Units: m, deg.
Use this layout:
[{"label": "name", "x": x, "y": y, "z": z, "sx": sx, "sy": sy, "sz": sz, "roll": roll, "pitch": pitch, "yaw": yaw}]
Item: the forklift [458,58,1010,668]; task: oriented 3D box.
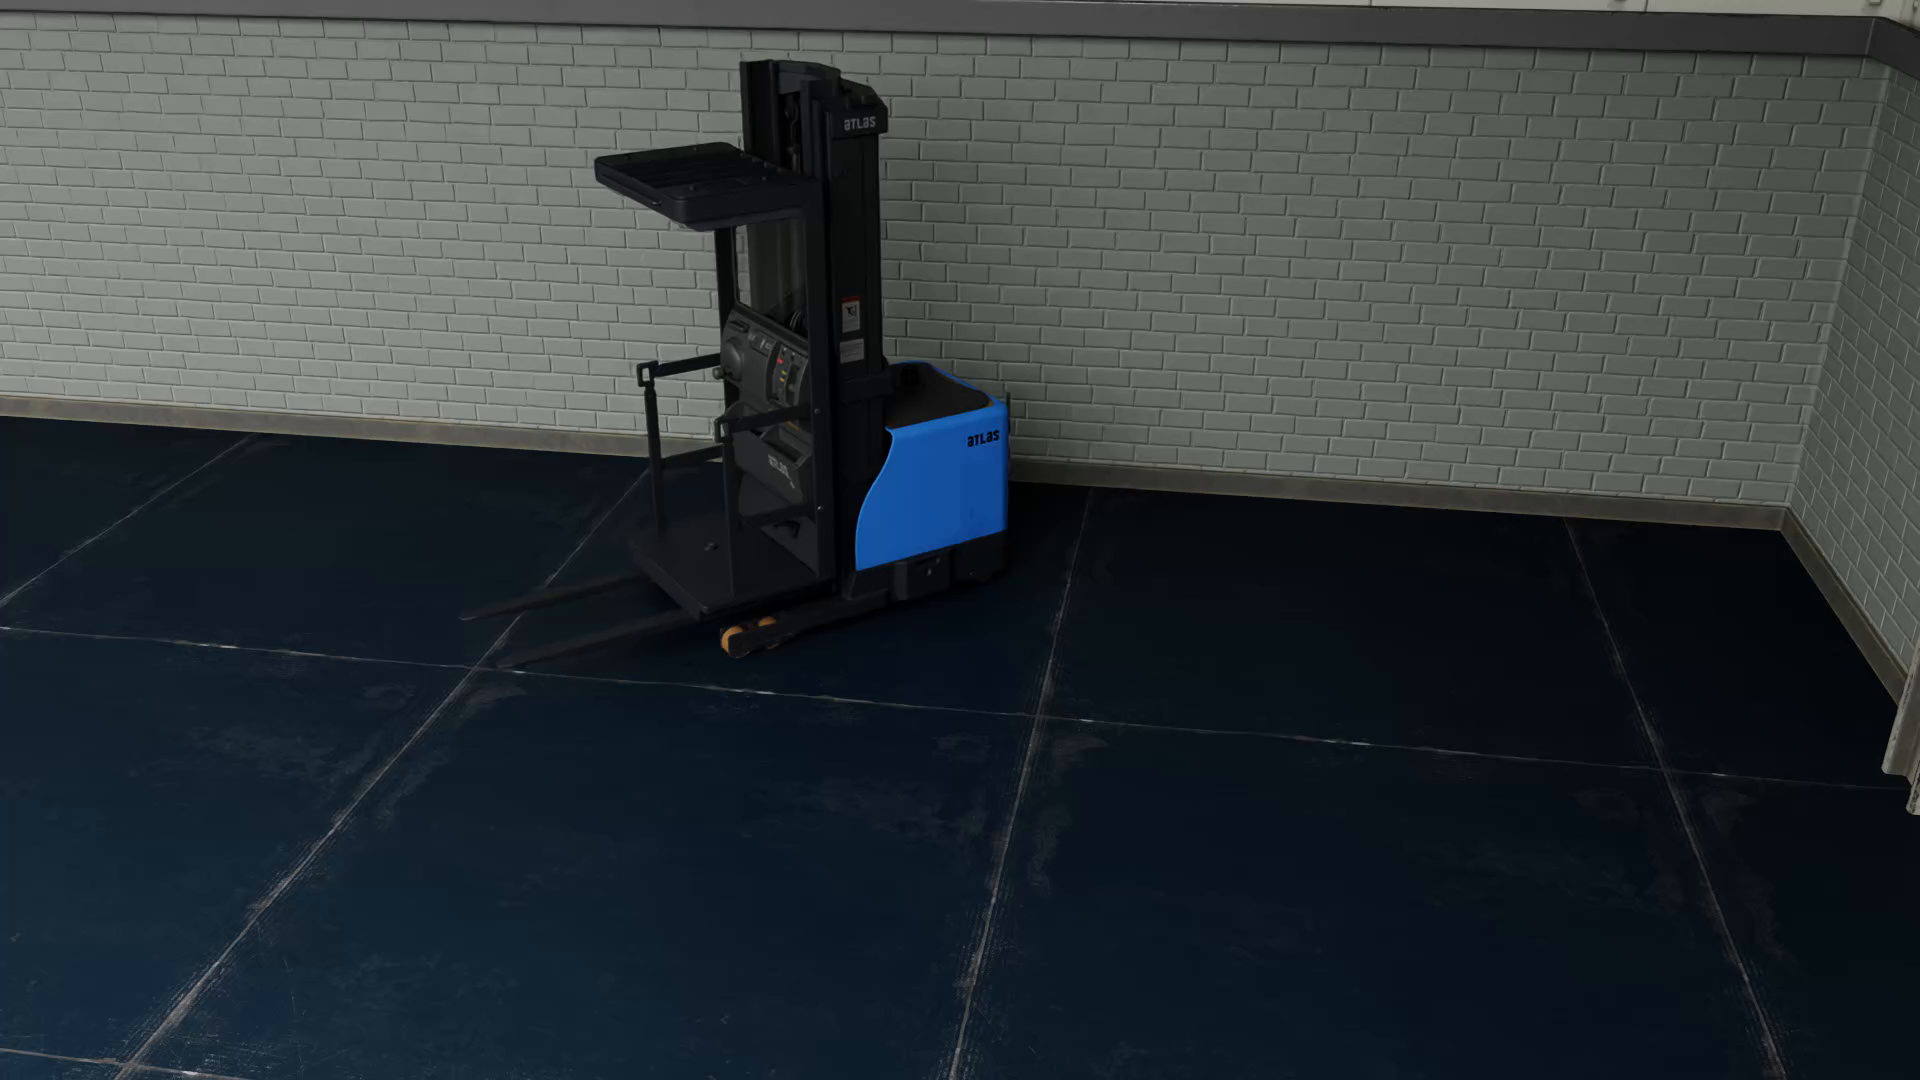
[{"label": "forklift", "x": -1.224, "y": -0.952, "z": 8.826, "sx": 3.031, "sy": 2.935, "sz": 1.130, "roll": -15, "pitch": 29, "yaw": -29}]

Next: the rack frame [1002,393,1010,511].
[{"label": "rack frame", "x": 0.183, "y": -0.488, "z": 10.230, "sx": 0.240, "sy": 0.900, "sz": 0.006, "roll": 4, "pitch": 26, "yaw": 9}]

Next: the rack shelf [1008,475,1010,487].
[{"label": "rack shelf", "x": 0.165, "y": -0.334, "z": 10.192, "sx": 0.258, "sy": 0.077, "sz": 0.200, "roll": 4, "pitch": 26, "yaw": 9}]

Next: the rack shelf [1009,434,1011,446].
[{"label": "rack shelf", "x": 0.165, "y": -0.578, "z": 10.077, "sx": 0.258, "sy": 0.077, "sz": 0.200, "roll": 4, "pitch": 26, "yaw": 9}]

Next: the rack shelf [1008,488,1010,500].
[{"label": "rack shelf", "x": 0.165, "y": -0.252, "z": 10.230, "sx": 0.258, "sy": 0.077, "sz": 0.200, "roll": 4, "pitch": 26, "yaw": 9}]

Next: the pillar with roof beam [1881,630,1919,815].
[{"label": "pillar with roof beam", "x": 0.268, "y": -3.197, "z": 6.466, "sx": 9.100, "sy": 9.000, "sz": 0.400, "roll": 4, "pitch": 25, "yaw": 9}]

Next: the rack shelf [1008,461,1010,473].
[{"label": "rack shelf", "x": 0.165, "y": -0.415, "z": 10.153, "sx": 0.258, "sy": 0.077, "sz": 0.200, "roll": 4, "pitch": 26, "yaw": 9}]

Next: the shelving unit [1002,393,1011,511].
[{"label": "shelving unit", "x": 0.165, "y": -0.445, "z": 10.139, "sx": 0.258, "sy": 0.900, "sz": 0.210, "roll": 4, "pitch": 26, "yaw": 9}]

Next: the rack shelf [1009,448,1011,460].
[{"label": "rack shelf", "x": 0.165, "y": -0.497, "z": 10.115, "sx": 0.258, "sy": 0.077, "sz": 0.200, "roll": 4, "pitch": 26, "yaw": 9}]

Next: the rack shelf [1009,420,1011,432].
[{"label": "rack shelf", "x": 0.165, "y": -0.659, "z": 10.039, "sx": 0.258, "sy": 0.077, "sz": 0.200, "roll": 4, "pitch": 26, "yaw": 9}]
